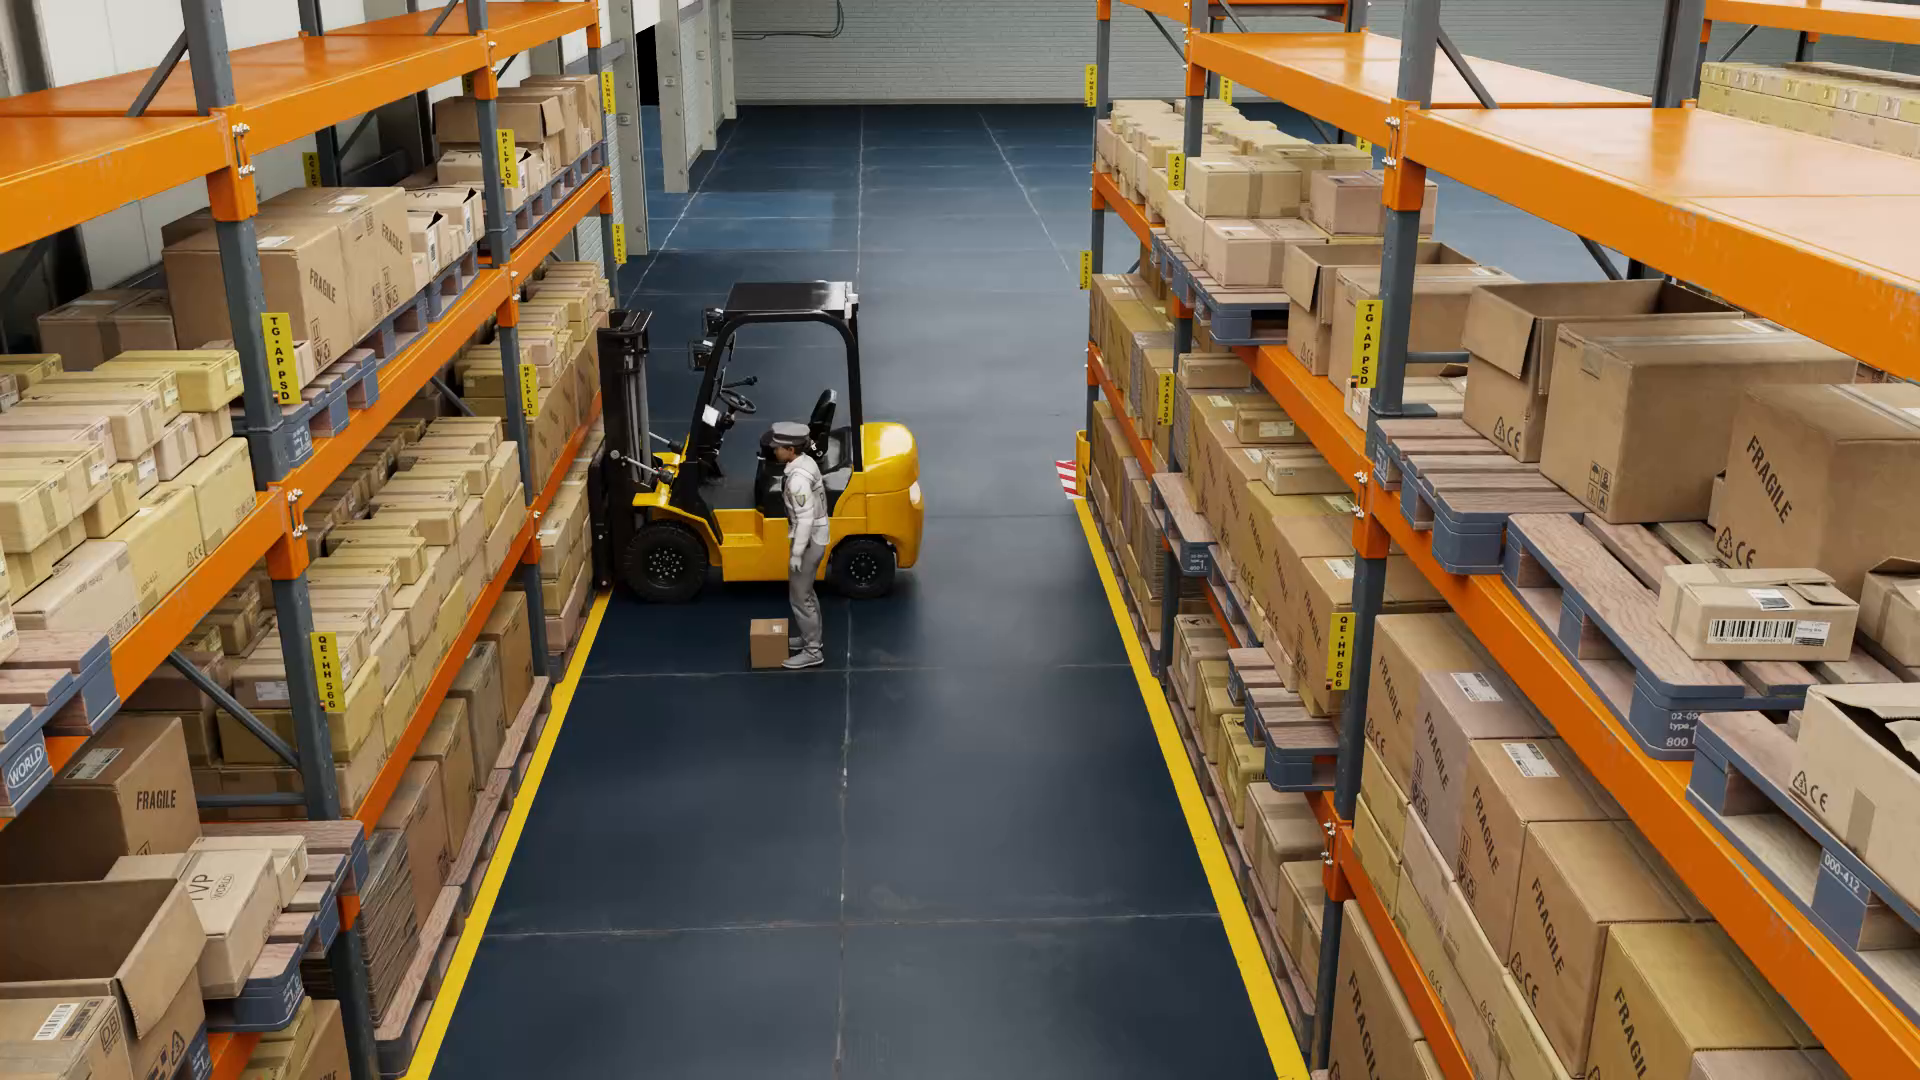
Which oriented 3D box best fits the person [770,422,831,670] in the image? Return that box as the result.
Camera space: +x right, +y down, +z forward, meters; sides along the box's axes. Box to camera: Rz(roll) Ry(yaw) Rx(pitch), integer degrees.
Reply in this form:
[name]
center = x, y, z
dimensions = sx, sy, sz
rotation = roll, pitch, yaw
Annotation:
[person]
center = -1.043, 0.026, 11.005
dimensions = 0.374, 1.661, 0.528
rotation = -1, 21, -3
